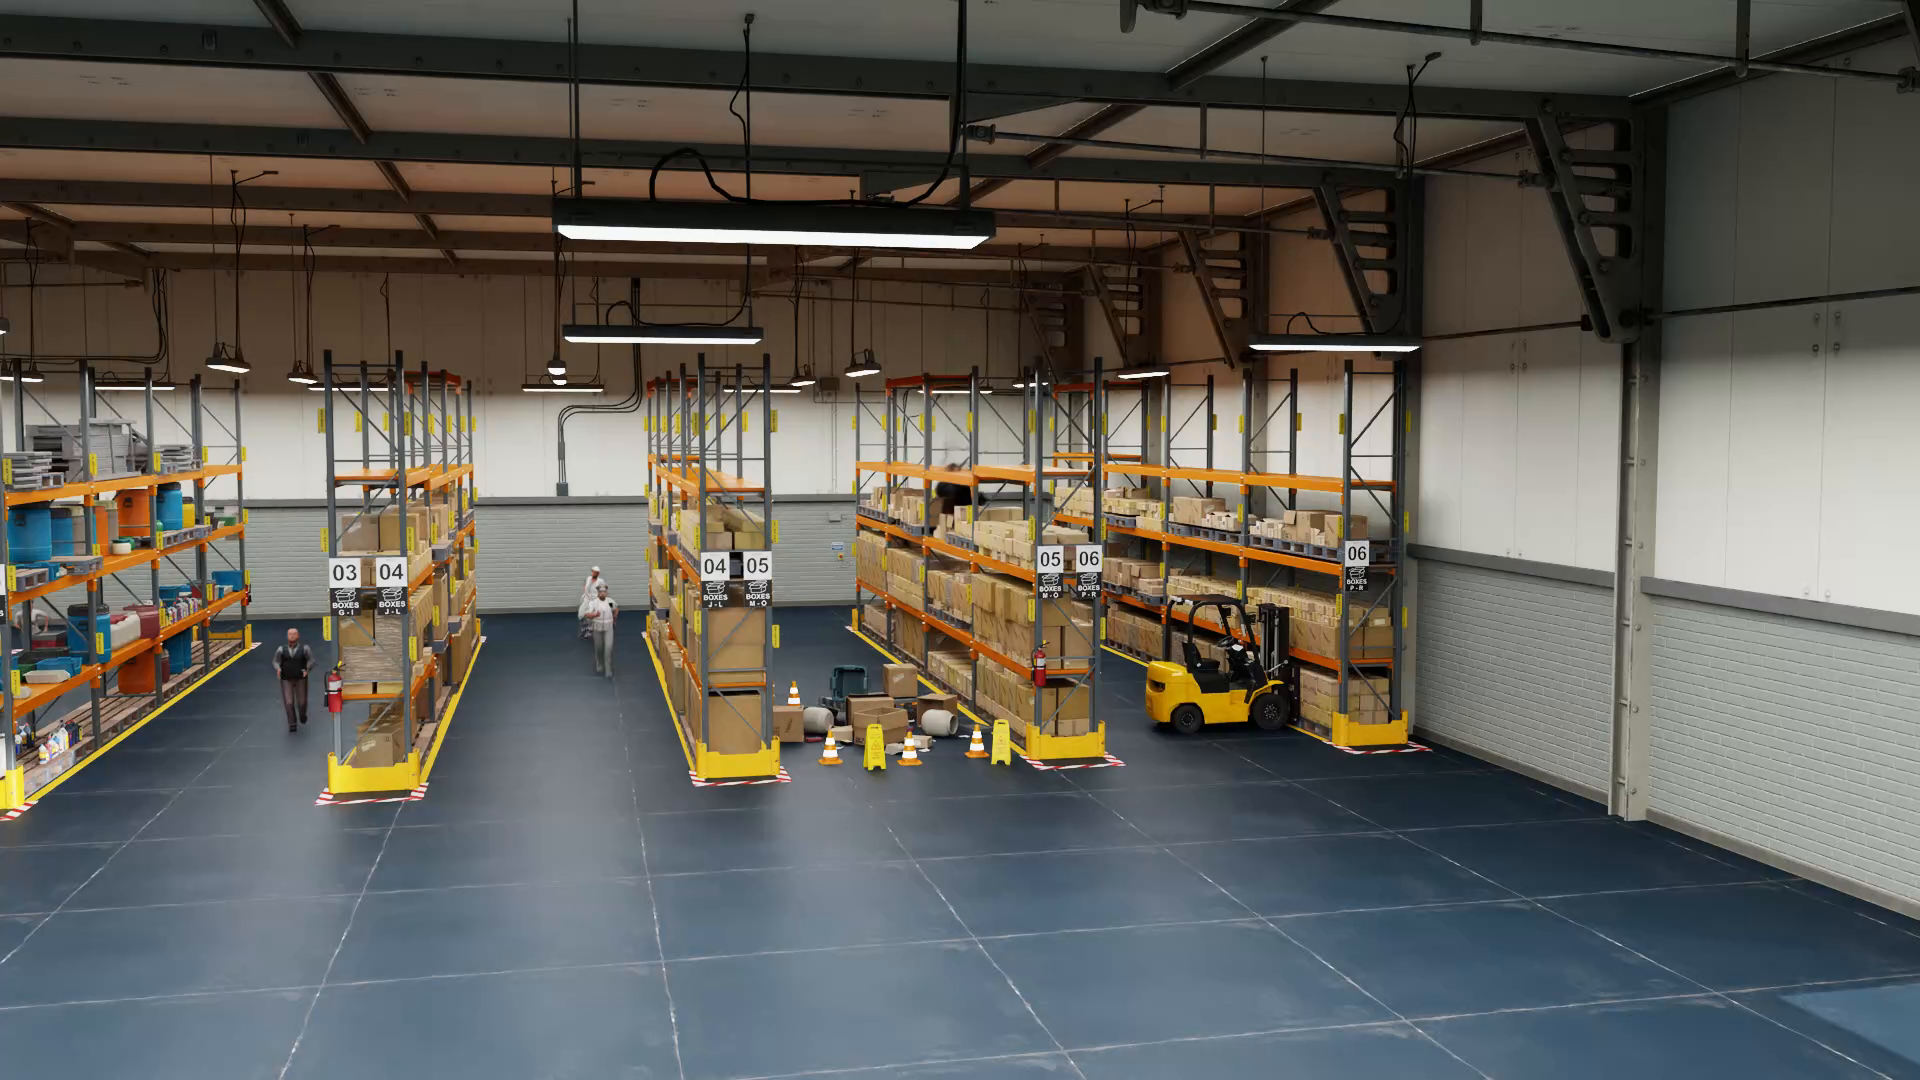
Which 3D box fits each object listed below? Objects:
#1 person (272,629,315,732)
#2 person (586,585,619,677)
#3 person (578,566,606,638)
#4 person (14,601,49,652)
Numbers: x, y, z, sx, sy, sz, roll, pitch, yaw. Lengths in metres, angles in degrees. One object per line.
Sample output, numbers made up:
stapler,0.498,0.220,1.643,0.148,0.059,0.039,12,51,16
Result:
person,-10.874,2.278,27.138,0.657,1.671,0.612,-1,4,-18
person,-7.116,1.784,33.129,0.652,1.800,0.894,-1,4,-15
person,-8.543,1.449,38.602,0.730,1.702,0.609,1,4,13
person,-18.241,1.935,32.643,0.547,1.597,0.679,-1,4,-13
